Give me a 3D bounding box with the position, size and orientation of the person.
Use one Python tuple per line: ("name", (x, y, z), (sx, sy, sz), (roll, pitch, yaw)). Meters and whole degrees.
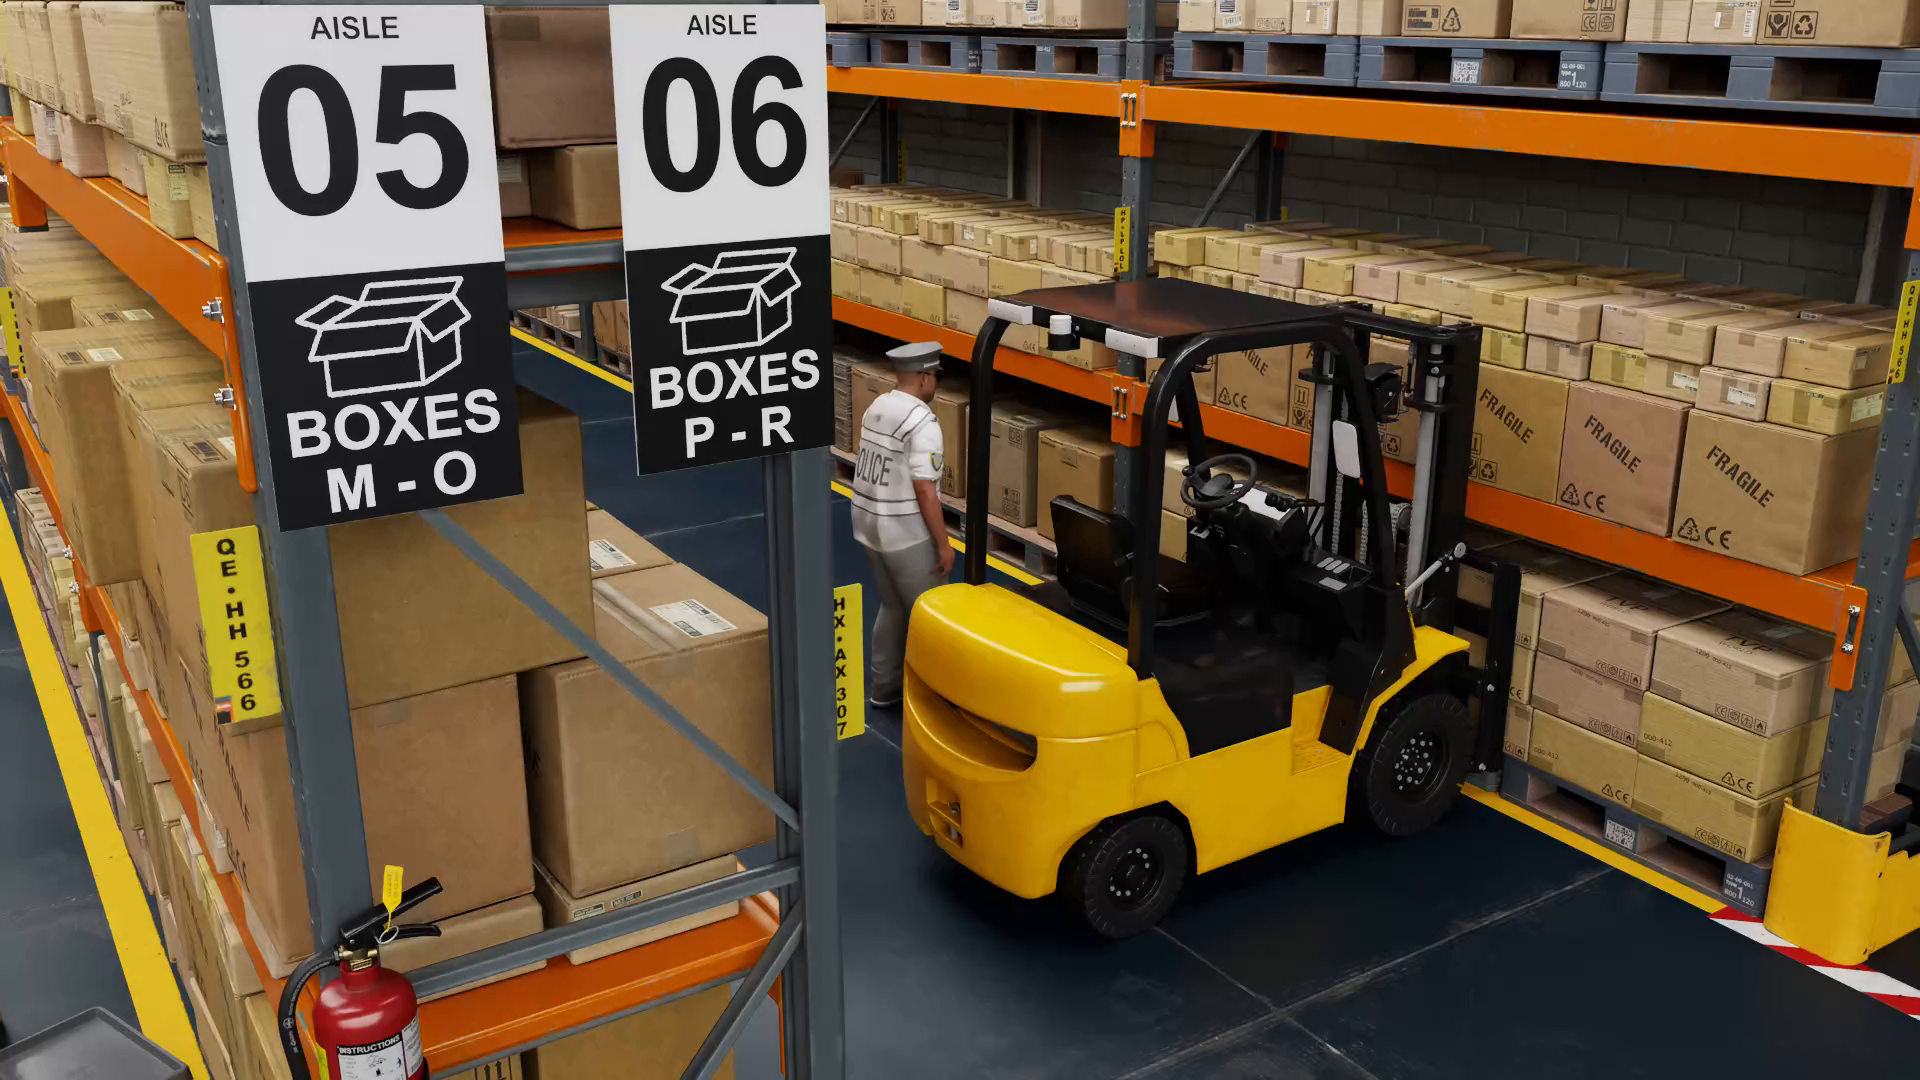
("person", (-0.253, -0.026, 7.621), (0.434, 1.749, 0.585), (-11, 21, -31))
